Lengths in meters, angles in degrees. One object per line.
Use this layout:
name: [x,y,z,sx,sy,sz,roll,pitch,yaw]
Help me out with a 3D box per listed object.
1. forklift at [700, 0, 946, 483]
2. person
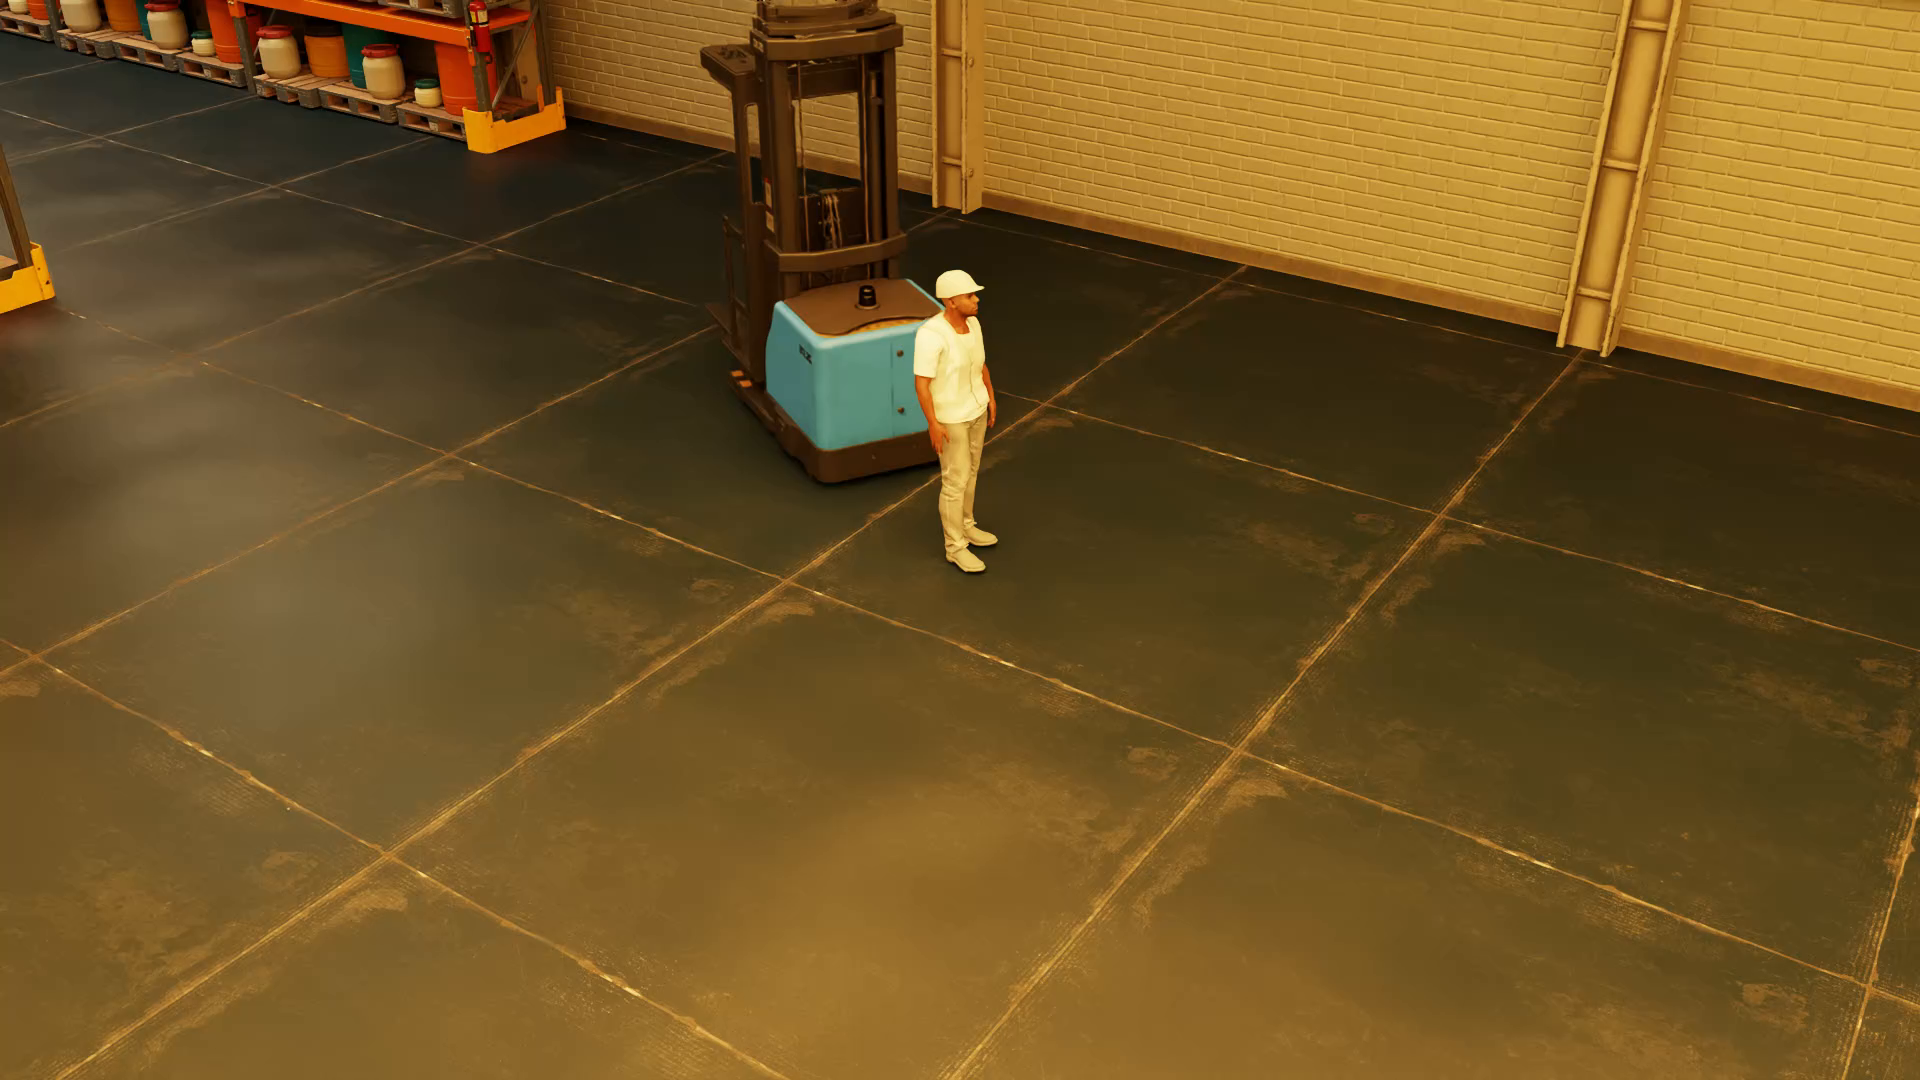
forklift: [-1.091,-2.363,11.650,1.130,2.935,3.031,-14,33,-22]
person: [0.054,-0.748,10.015,0.577,1.765,0.666,19,35,29]
